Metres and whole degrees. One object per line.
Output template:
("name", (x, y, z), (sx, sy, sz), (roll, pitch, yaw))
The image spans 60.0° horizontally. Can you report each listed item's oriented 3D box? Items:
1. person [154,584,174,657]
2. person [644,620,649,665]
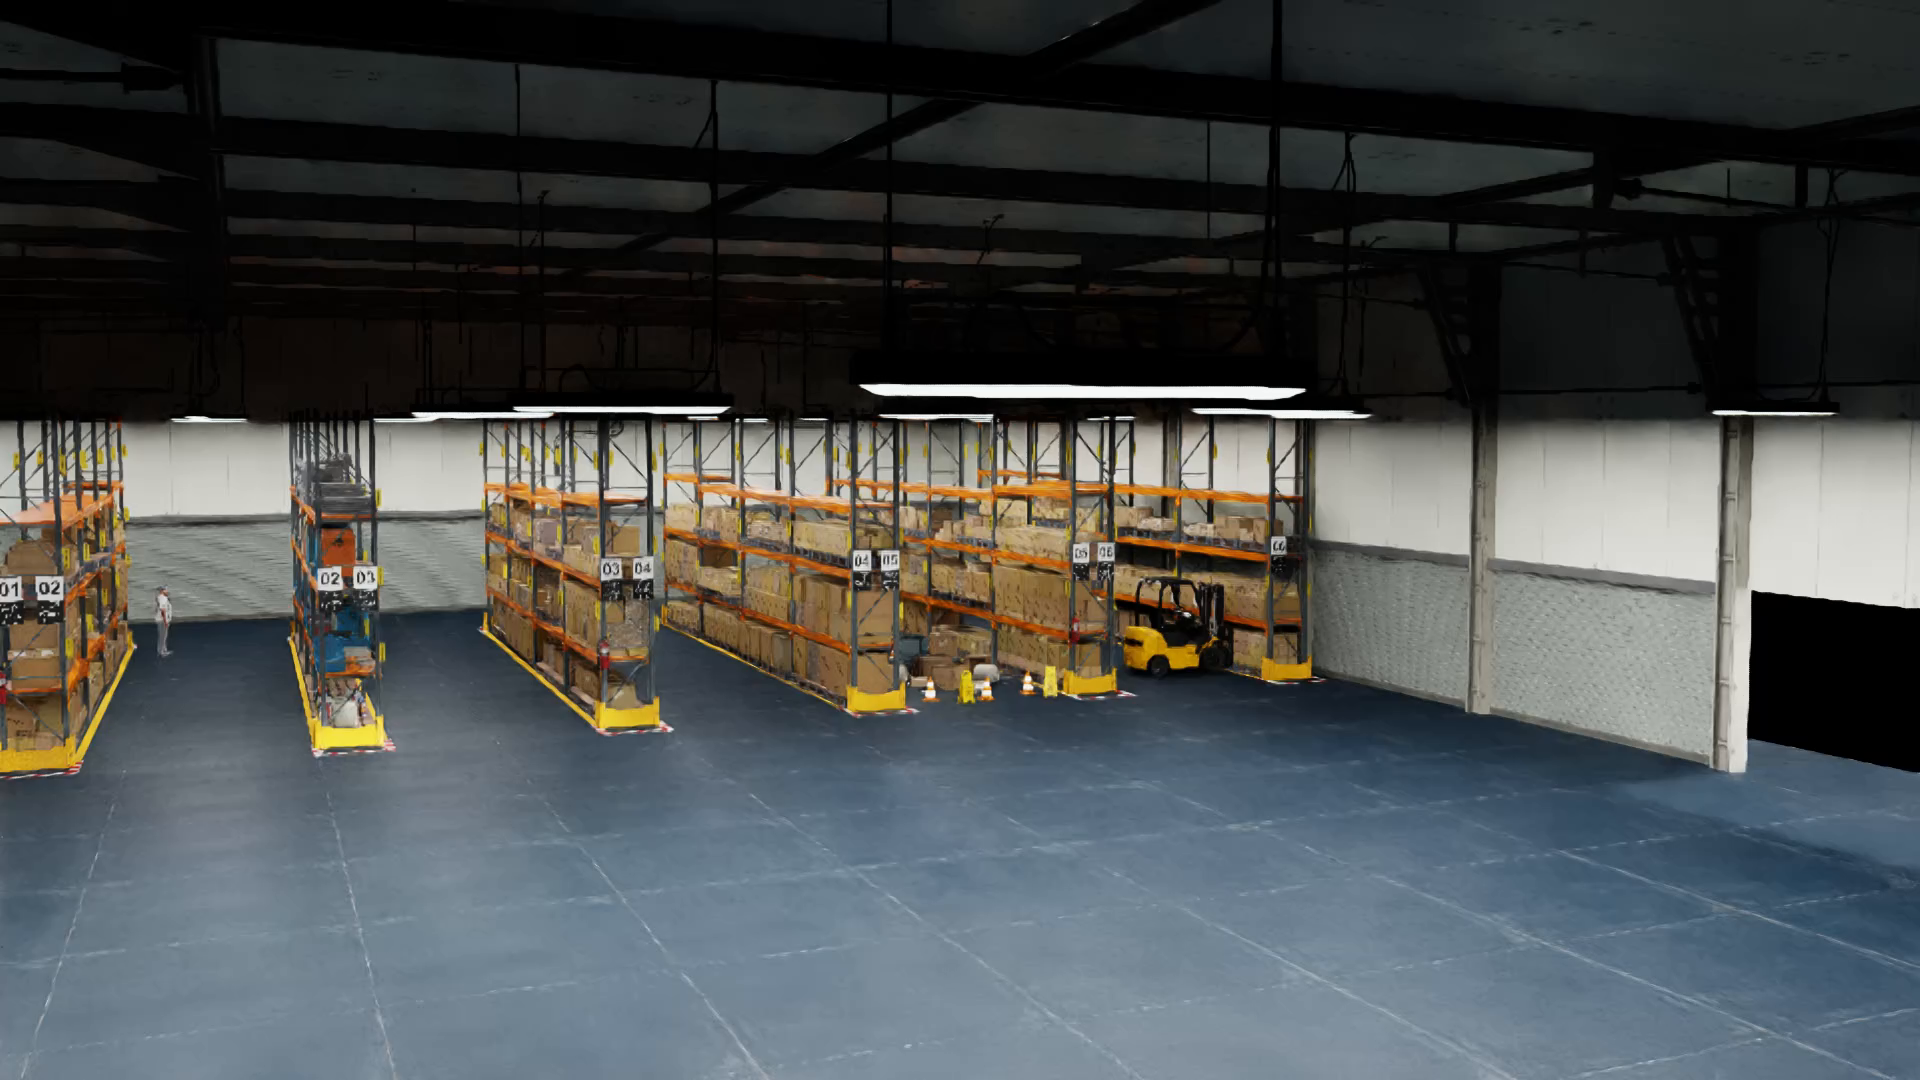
("person", (-19.559, 1.964, 40.845), (0.419, 1.772, 0.690), (-2, 5, -29))
("person", (-7.664, 2.096, 39.572), (0.577, 1.691, 1.121), (-2, 4, -21))
